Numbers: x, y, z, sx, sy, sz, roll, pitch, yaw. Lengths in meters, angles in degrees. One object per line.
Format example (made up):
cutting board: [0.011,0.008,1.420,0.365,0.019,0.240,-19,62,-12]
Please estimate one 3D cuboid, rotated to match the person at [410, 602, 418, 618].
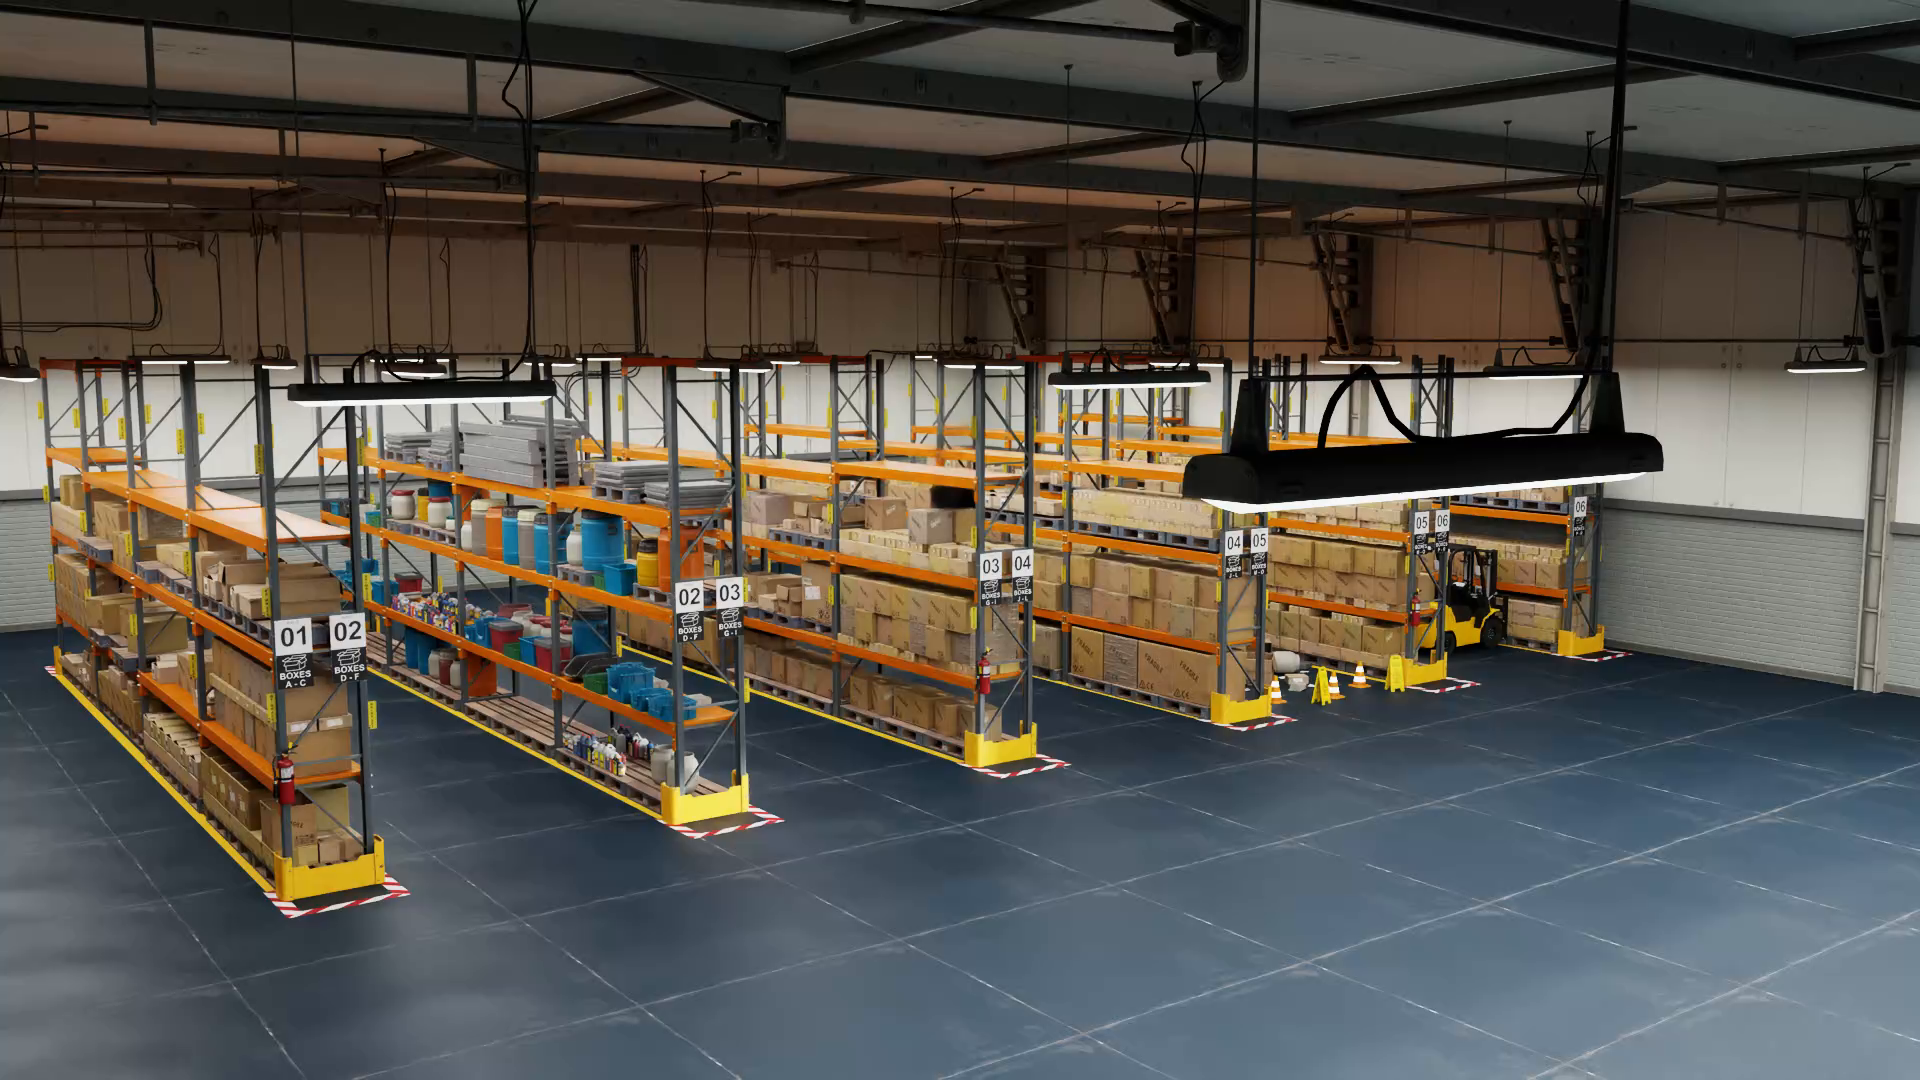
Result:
person: [-1.748,1.437,33.931,17.237,1.663,5.313,-6,9,-40]
